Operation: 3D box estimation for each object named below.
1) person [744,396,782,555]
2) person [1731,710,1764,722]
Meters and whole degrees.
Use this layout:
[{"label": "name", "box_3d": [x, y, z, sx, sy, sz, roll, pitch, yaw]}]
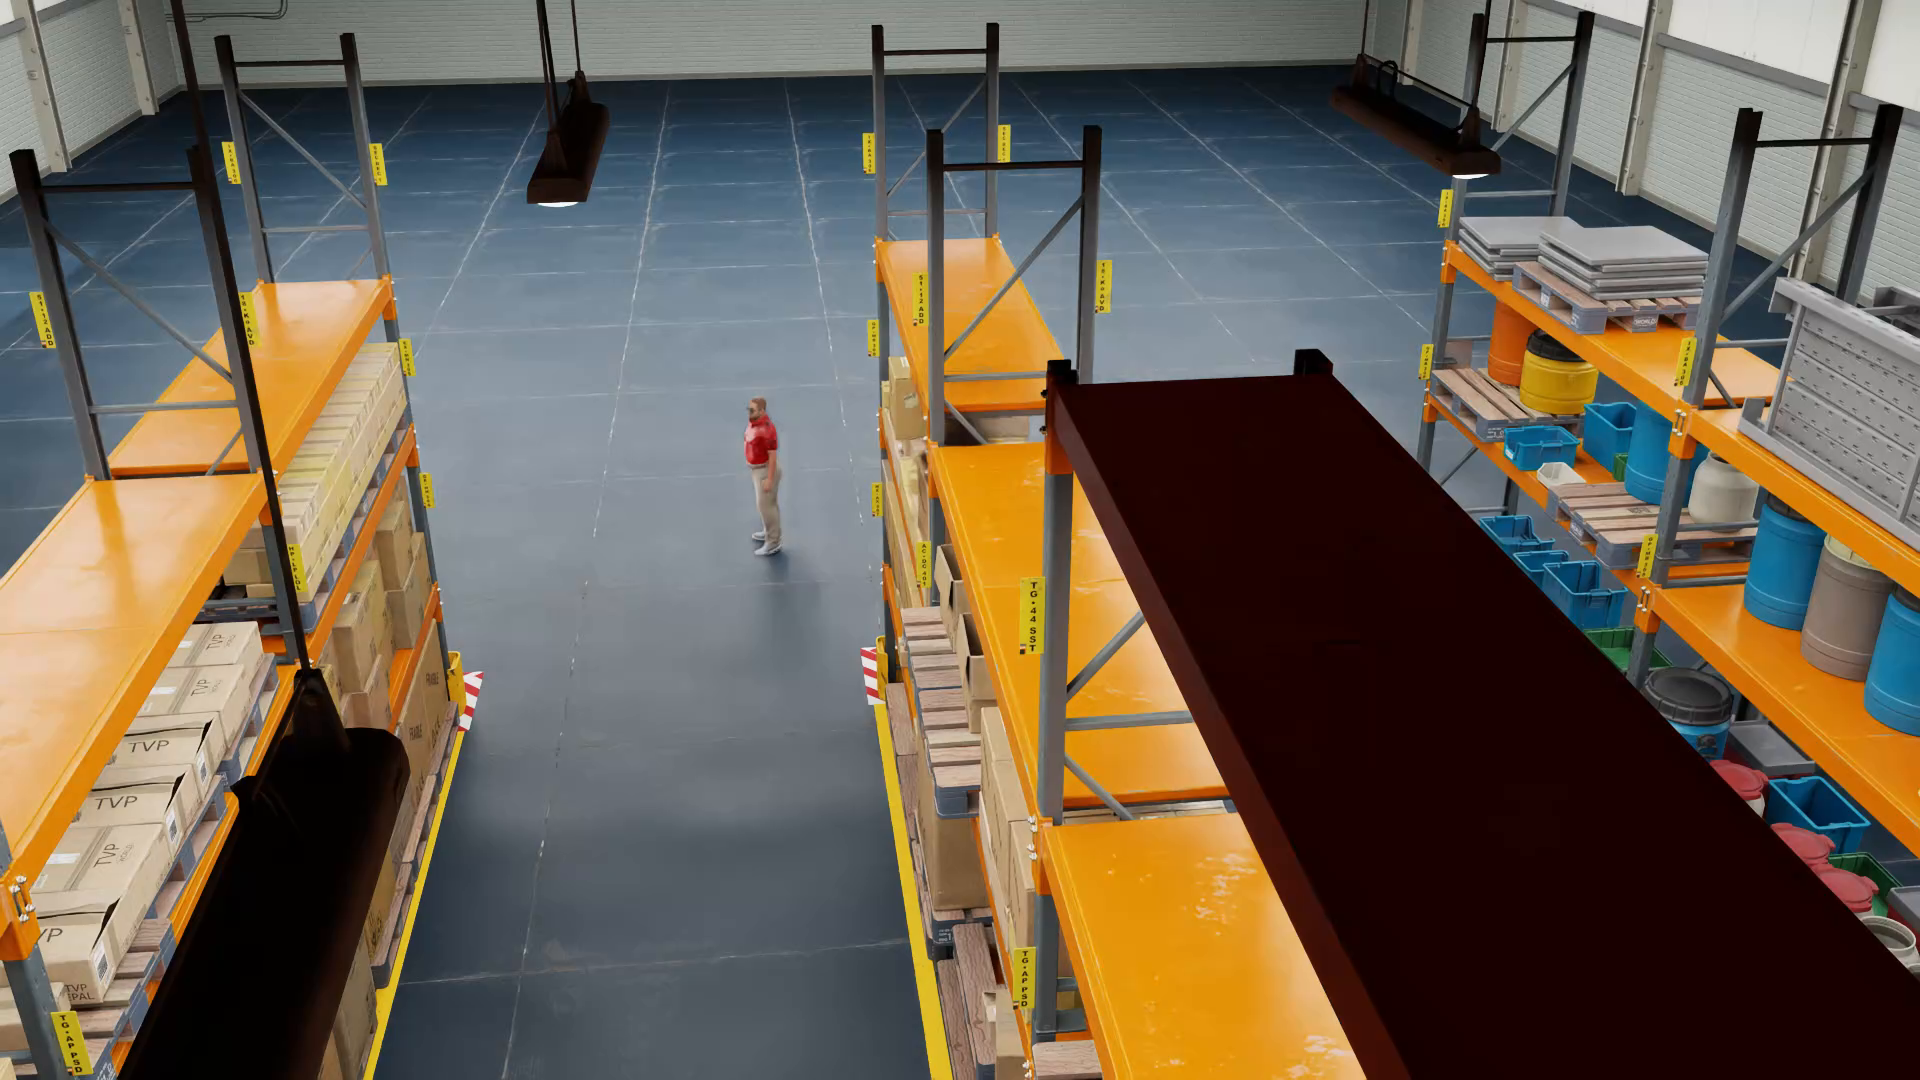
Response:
[{"label": "person", "box_3d": [-2.162, -0.728, 18.100, 0.409, 1.774, 0.639, -10, 27, -20]}, {"label": "person", "box_3d": [7.260, 1.051, 14.417, 0.487, 1.615, 0.908, -13, 28, -26]}]
